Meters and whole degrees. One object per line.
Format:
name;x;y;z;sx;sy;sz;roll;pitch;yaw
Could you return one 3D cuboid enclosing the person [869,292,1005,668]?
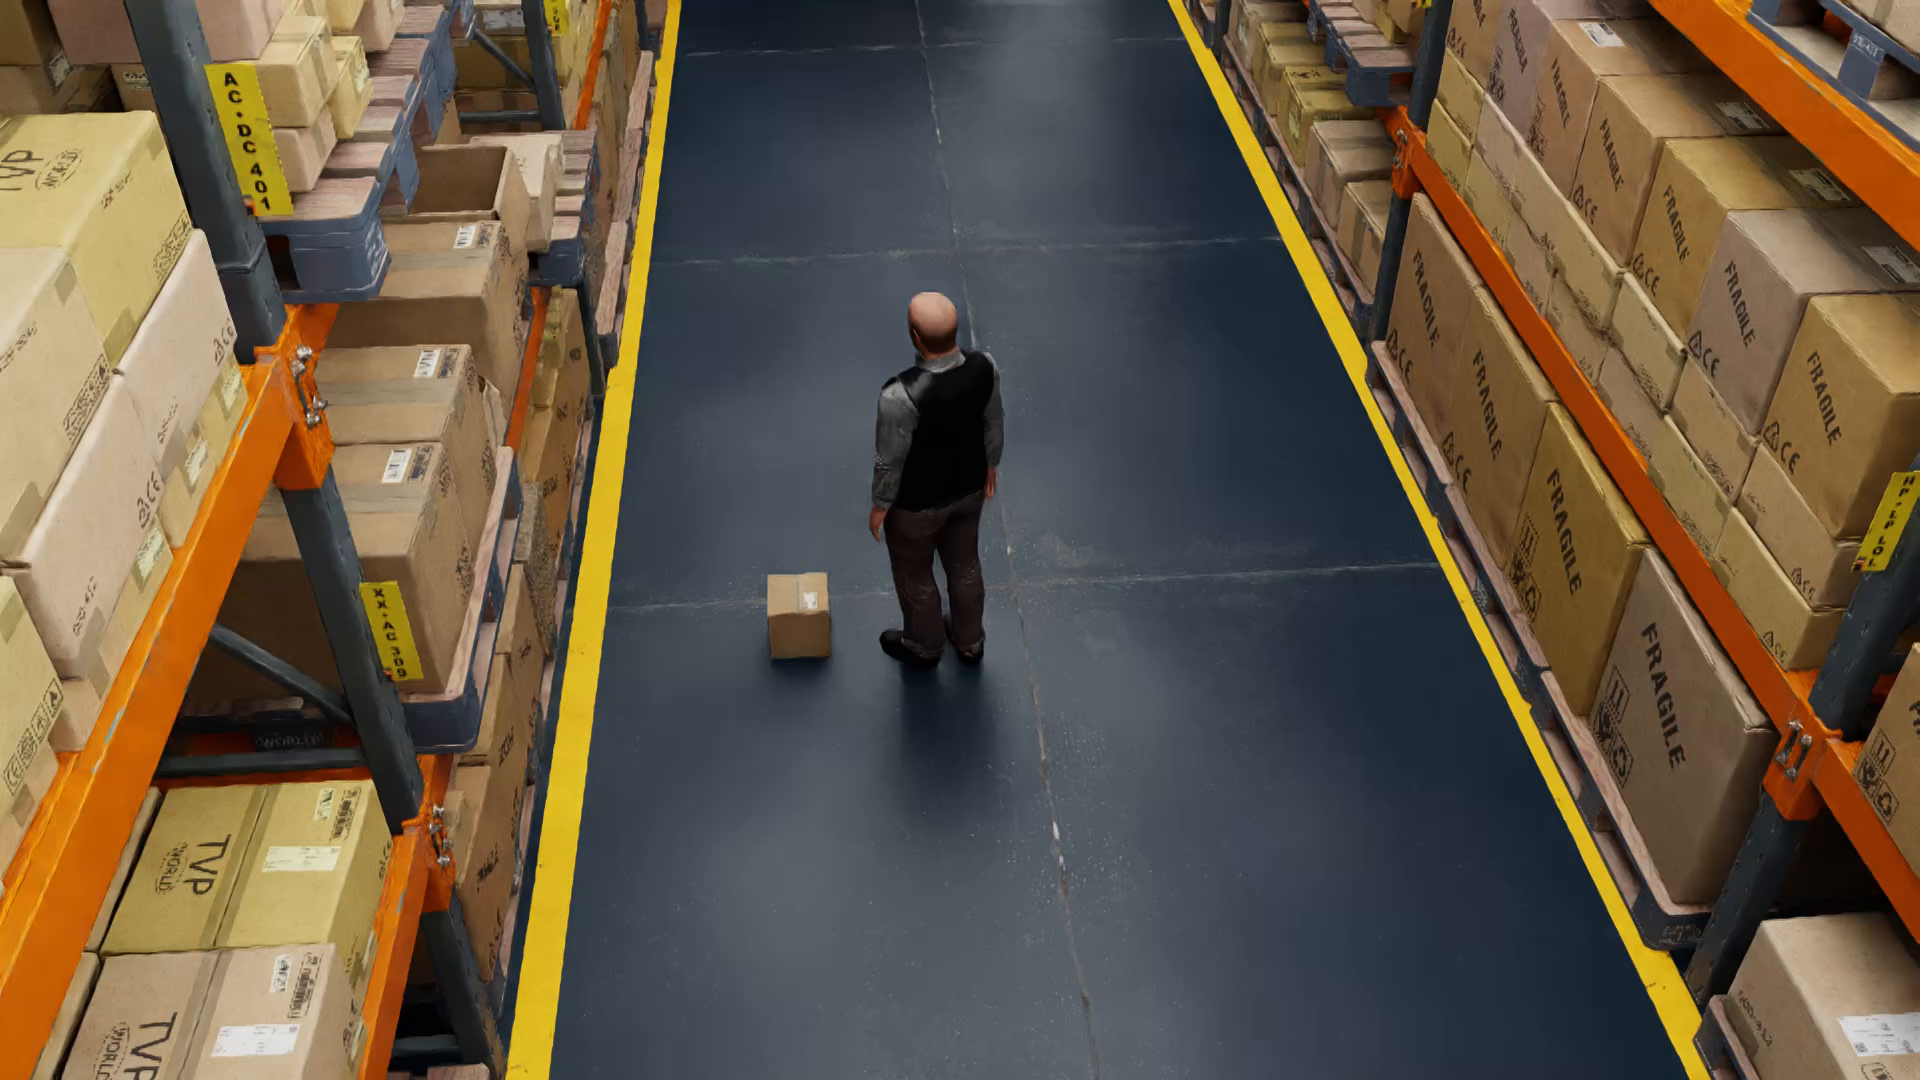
person;-0.114;-0.203;6.413;0.573;1.739;0.409;-26;46;-29
